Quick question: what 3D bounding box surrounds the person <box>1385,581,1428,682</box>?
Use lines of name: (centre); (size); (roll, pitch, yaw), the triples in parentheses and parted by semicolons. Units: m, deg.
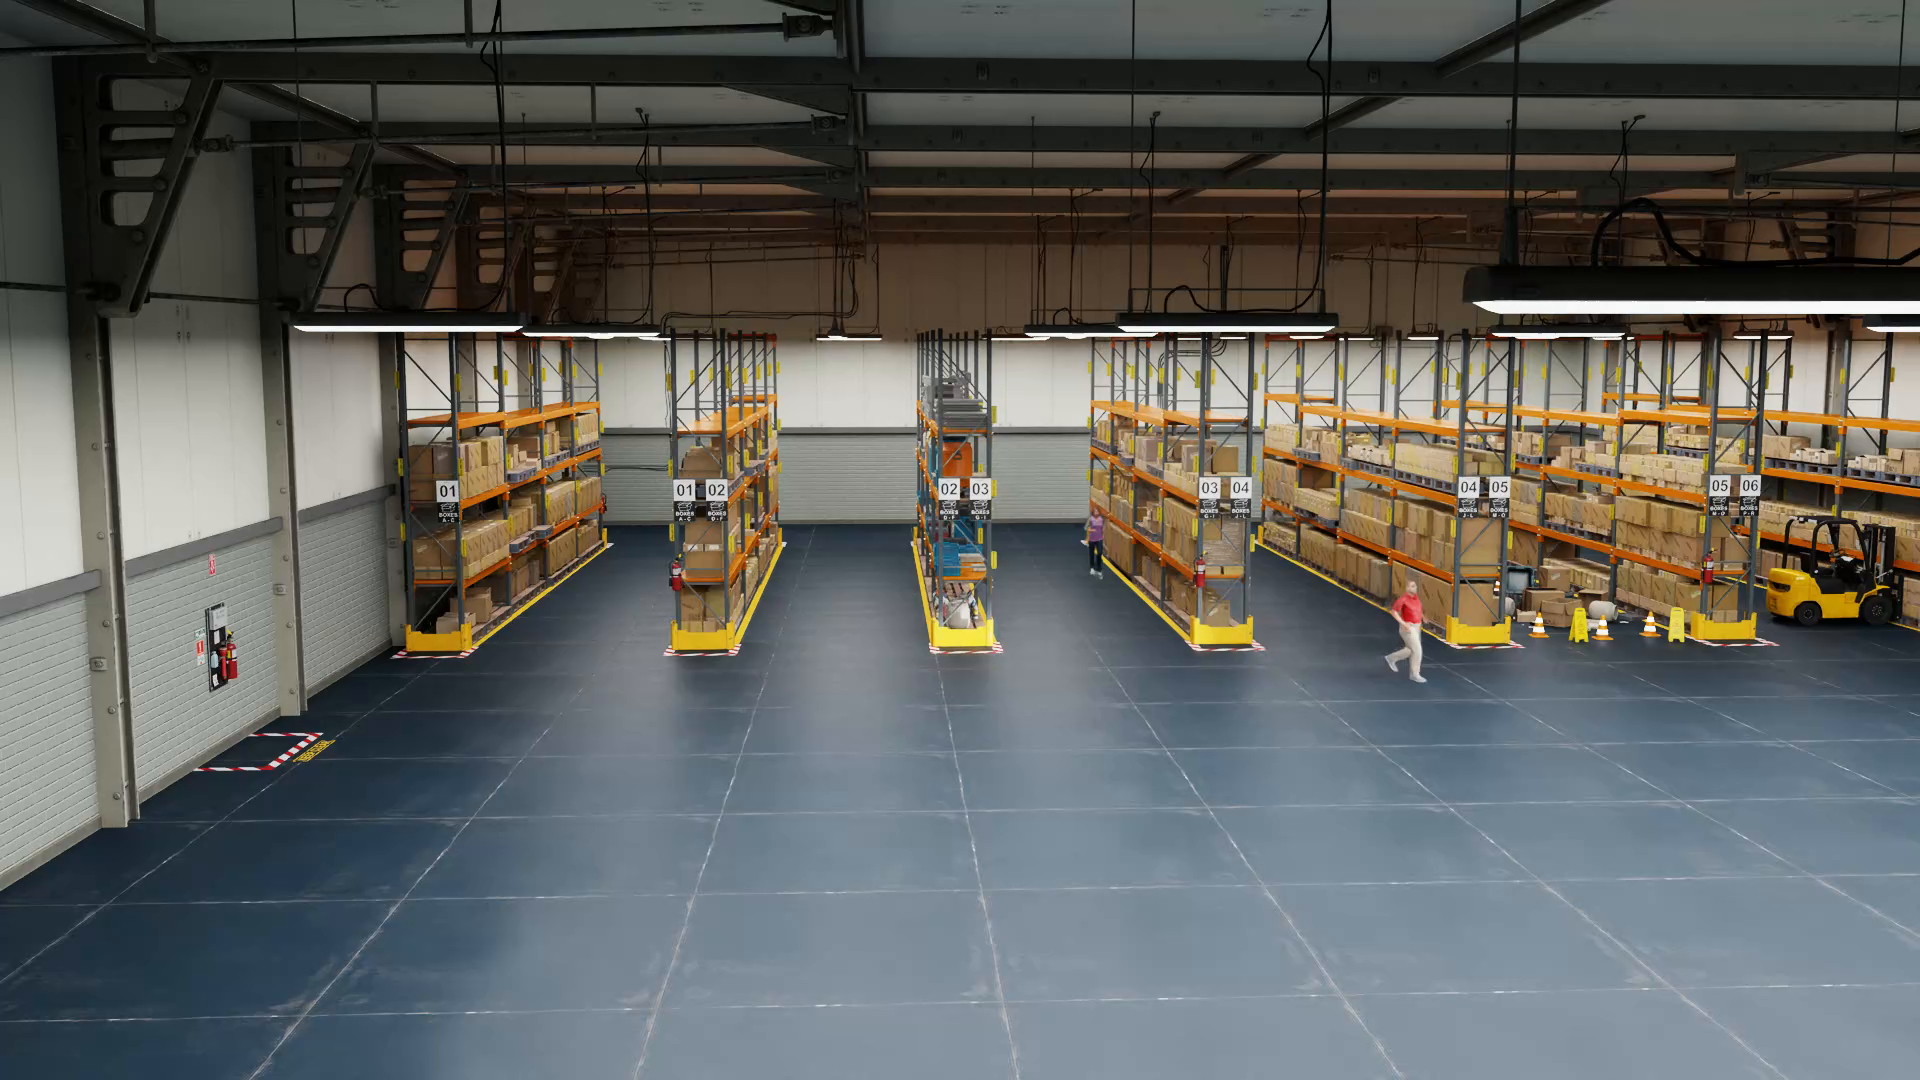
person: (7.654, 1.542, 28.444); (0.795, 1.727, 0.655); (6, 9, 41)

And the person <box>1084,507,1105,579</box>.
person: (3.158, 0.046, 38.901); (0.528, 1.651, 0.707); (-1, 7, -5)

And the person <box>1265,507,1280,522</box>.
person: (9.259, -0.850, 48.920); (0.576, 1.647, 0.588); (0, 7, -4)

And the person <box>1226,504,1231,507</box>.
person: (7.042, -0.440, 45.054); (0.730, 1.776, 0.731); (0, 7, 4)
